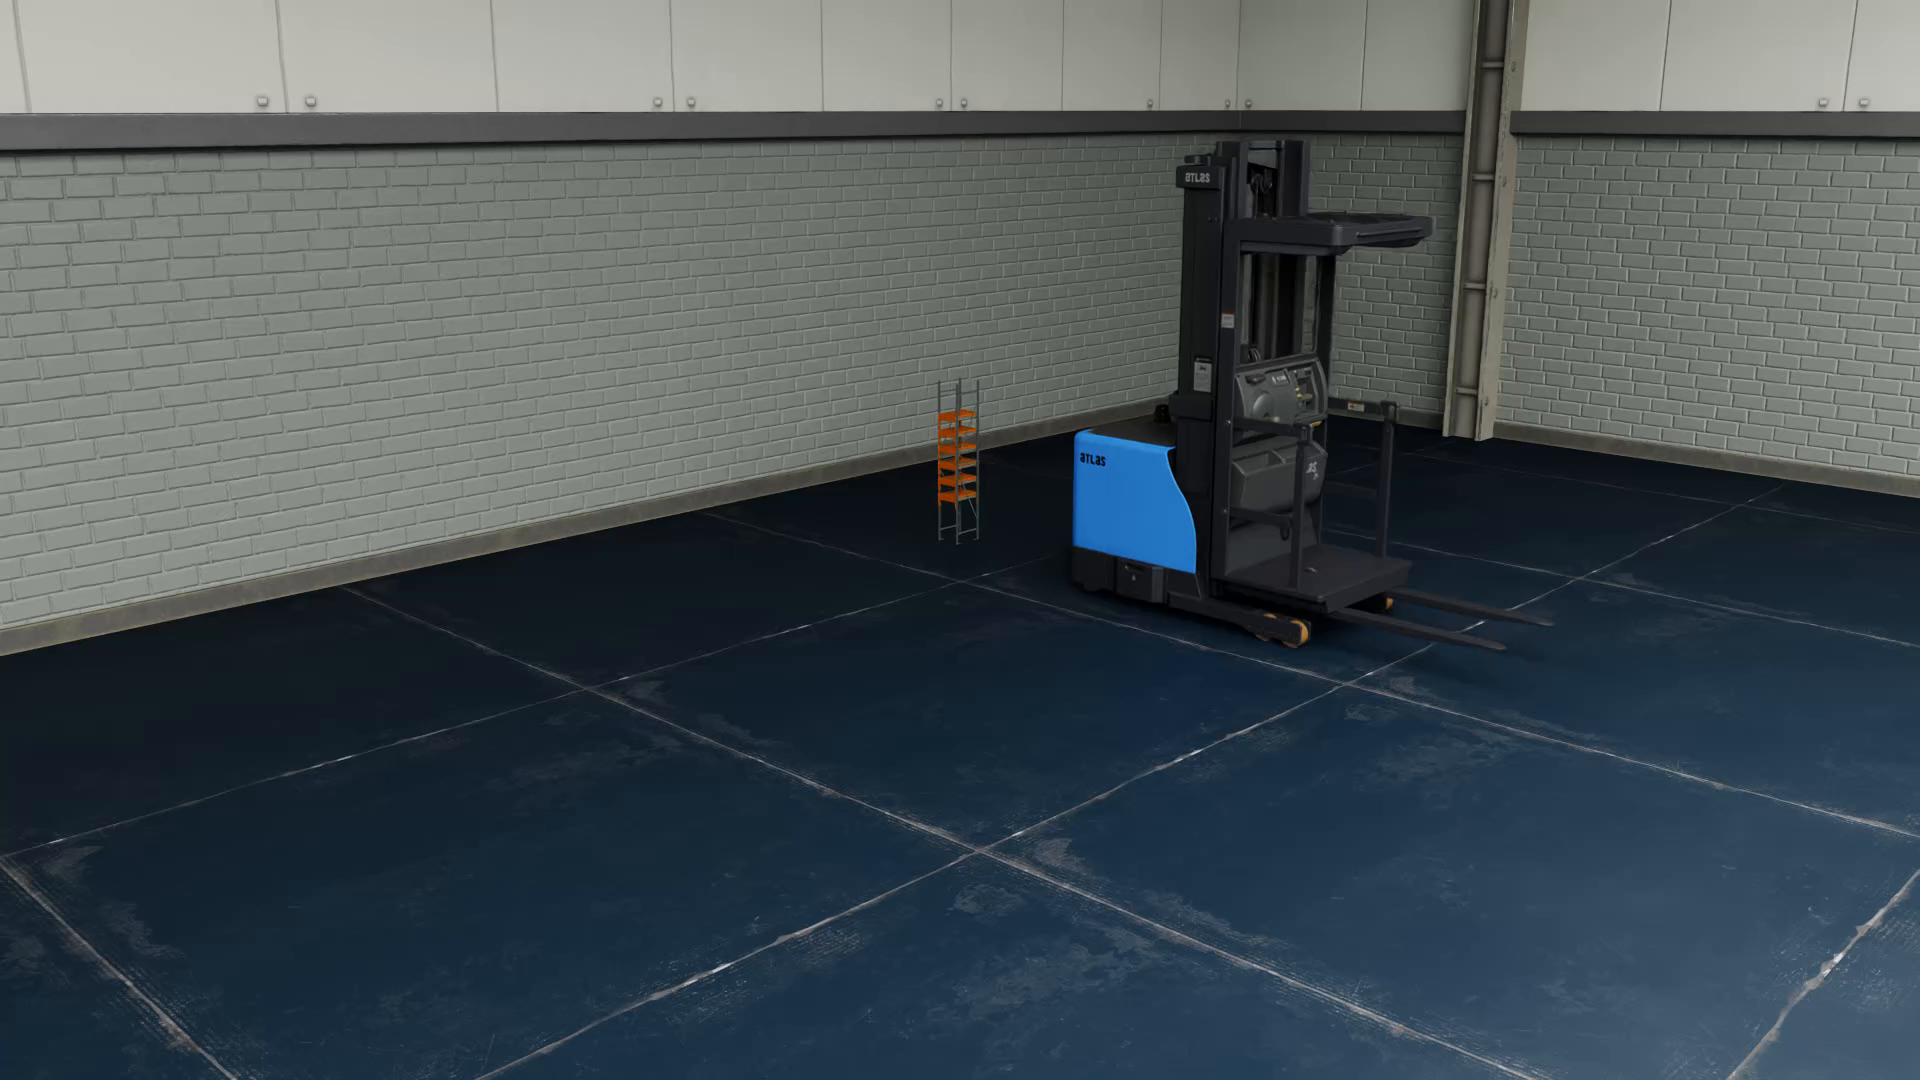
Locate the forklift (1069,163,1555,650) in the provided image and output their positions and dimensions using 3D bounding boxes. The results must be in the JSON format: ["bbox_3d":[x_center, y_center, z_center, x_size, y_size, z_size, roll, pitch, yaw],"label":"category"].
[{"bbox_3d":[2.144,-0.856,10.170,3.031,2.797,1.129,14,20,42],"label":"forklift"}]

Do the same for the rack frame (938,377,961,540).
[{"bbox_3d":[-0.076,-0.599,12.352,0.006,1.200,0.240,14,20,42],"label":"rack frame"}]

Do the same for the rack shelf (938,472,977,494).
[{"bbox_3d":[-0.010,-0.424,12.332,0.180,0.103,0.258,14,20,42],"label":"rack shelf"}]

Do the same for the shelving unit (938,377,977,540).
[{"bbox_3d":[-0.012,-0.584,12.292,0.184,1.200,0.258,14,20,42],"label":"shelving unit"}]

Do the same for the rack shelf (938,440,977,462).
[{"bbox_3d":[-0.010,-0.656,12.271,0.180,0.103,0.258,14,20,42],"label":"rack shelf"}]

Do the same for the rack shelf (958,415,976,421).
[{"bbox_3d":[-0.010,-0.908,12.206,0.166,0.020,0.199,14,20,42],"label":"rack shelf"}]

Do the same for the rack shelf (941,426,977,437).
[{"bbox_3d":[-0.010,-0.799,12.234,0.171,0.034,0.221,14,20,42],"label":"rack shelf"}]

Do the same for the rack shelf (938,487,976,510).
[{"bbox_3d":[-0.010,-0.308,12.362,0.180,0.103,0.258,14,20,42],"label":"rack shelf"}]

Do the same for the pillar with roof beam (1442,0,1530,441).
[{"bbox_3d":[2.004,-4.593,12.211,0.400,9.000,9.100,14,20,42],"label":"pillar with roof beam"}]

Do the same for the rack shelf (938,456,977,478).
[{"bbox_3d":[-0.010,-0.540,12.302,0.180,0.103,0.258,14,20,42],"label":"rack shelf"}]
